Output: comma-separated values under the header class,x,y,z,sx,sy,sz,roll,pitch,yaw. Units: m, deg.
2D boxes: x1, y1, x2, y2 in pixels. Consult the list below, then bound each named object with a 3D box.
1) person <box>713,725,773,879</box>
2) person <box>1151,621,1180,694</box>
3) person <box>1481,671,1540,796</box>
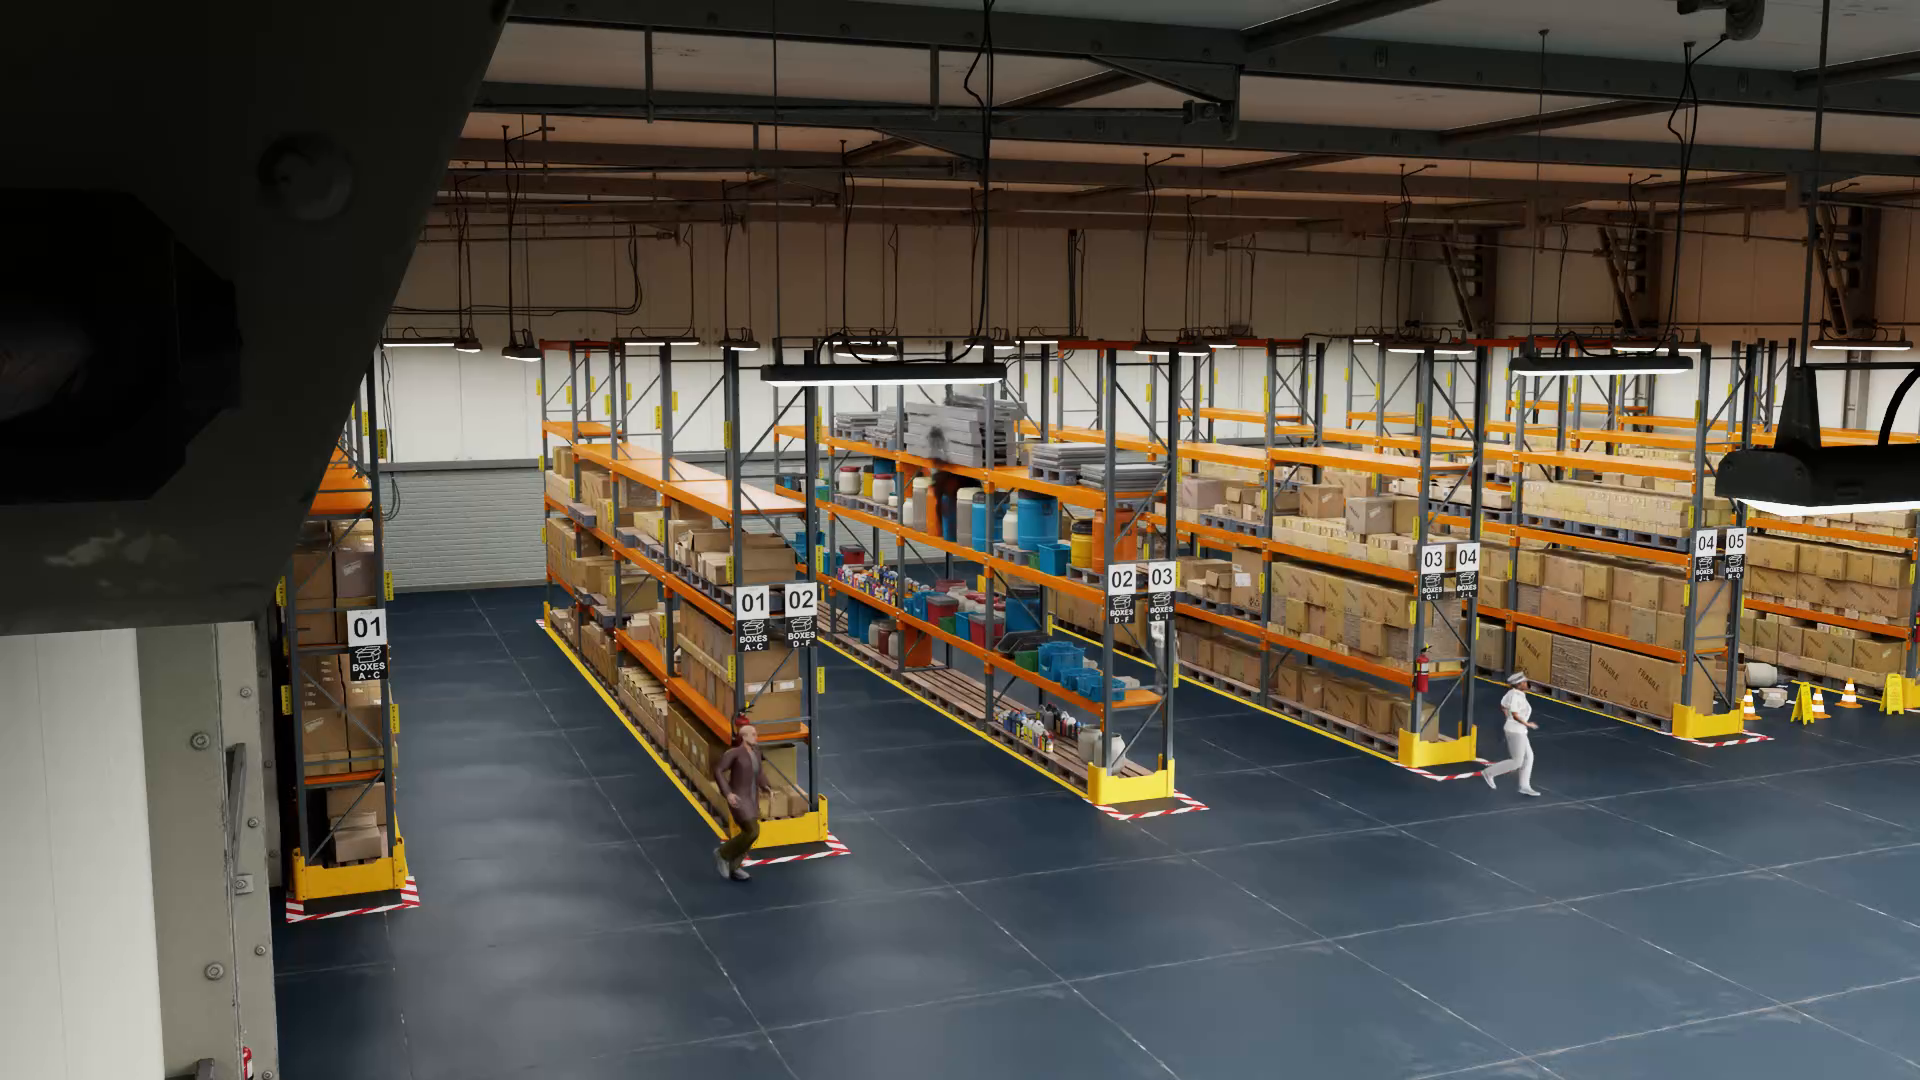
class,x,y,z,sx,sy,sz,roll,pitch,yaw
person,-2.448,2.997,19.133,0.585,1.717,0.740,3,8,23
person,3.520,1.826,28.247,0.590,1.660,0.619,-3,8,-23
person,7.453,2.599,22.469,0.788,1.685,0.605,2,8,12
